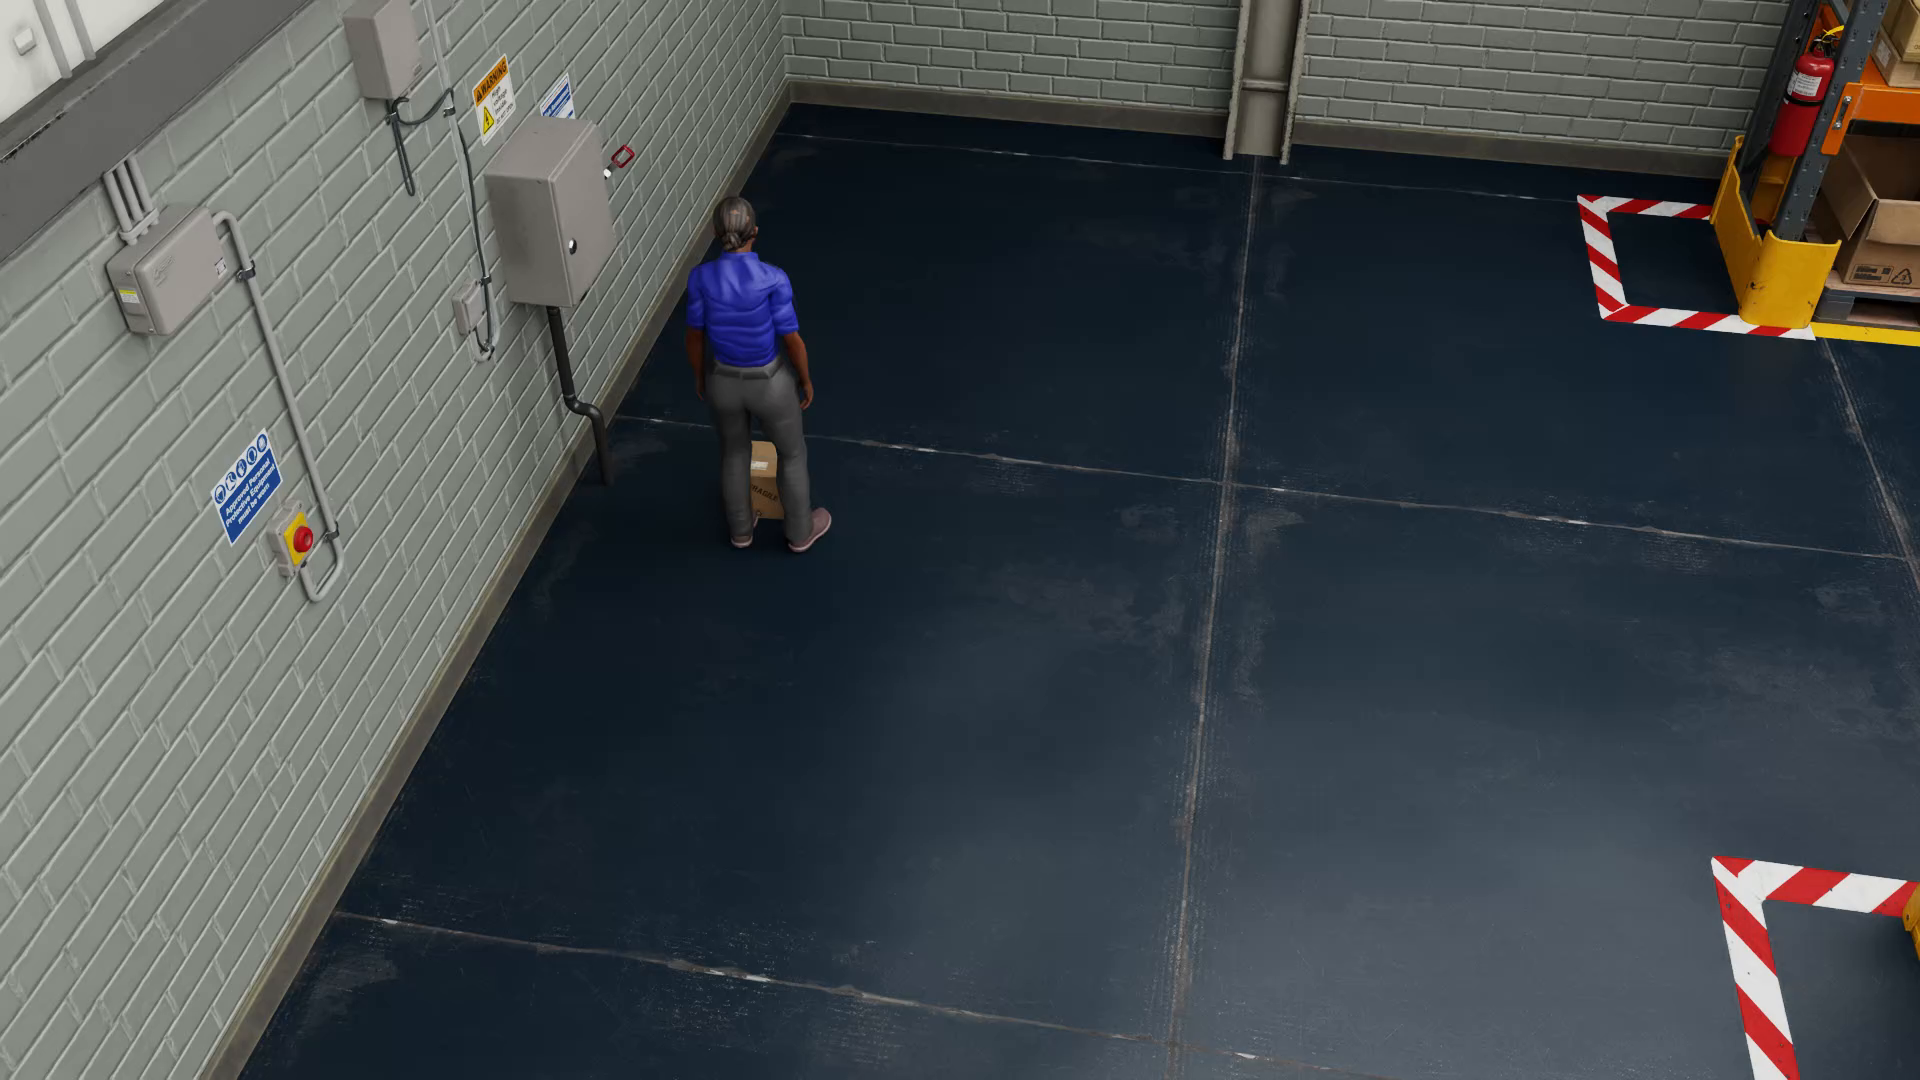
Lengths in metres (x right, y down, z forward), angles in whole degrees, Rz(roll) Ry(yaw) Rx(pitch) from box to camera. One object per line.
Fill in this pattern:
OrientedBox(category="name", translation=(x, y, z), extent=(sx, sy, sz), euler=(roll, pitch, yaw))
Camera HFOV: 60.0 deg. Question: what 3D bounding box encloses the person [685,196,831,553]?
OrientedBox(category="person", translation=(-0.856, -0.654, 6.919), extent=(0.528, 1.655, 0.348), euler=(5, 41, 6))
